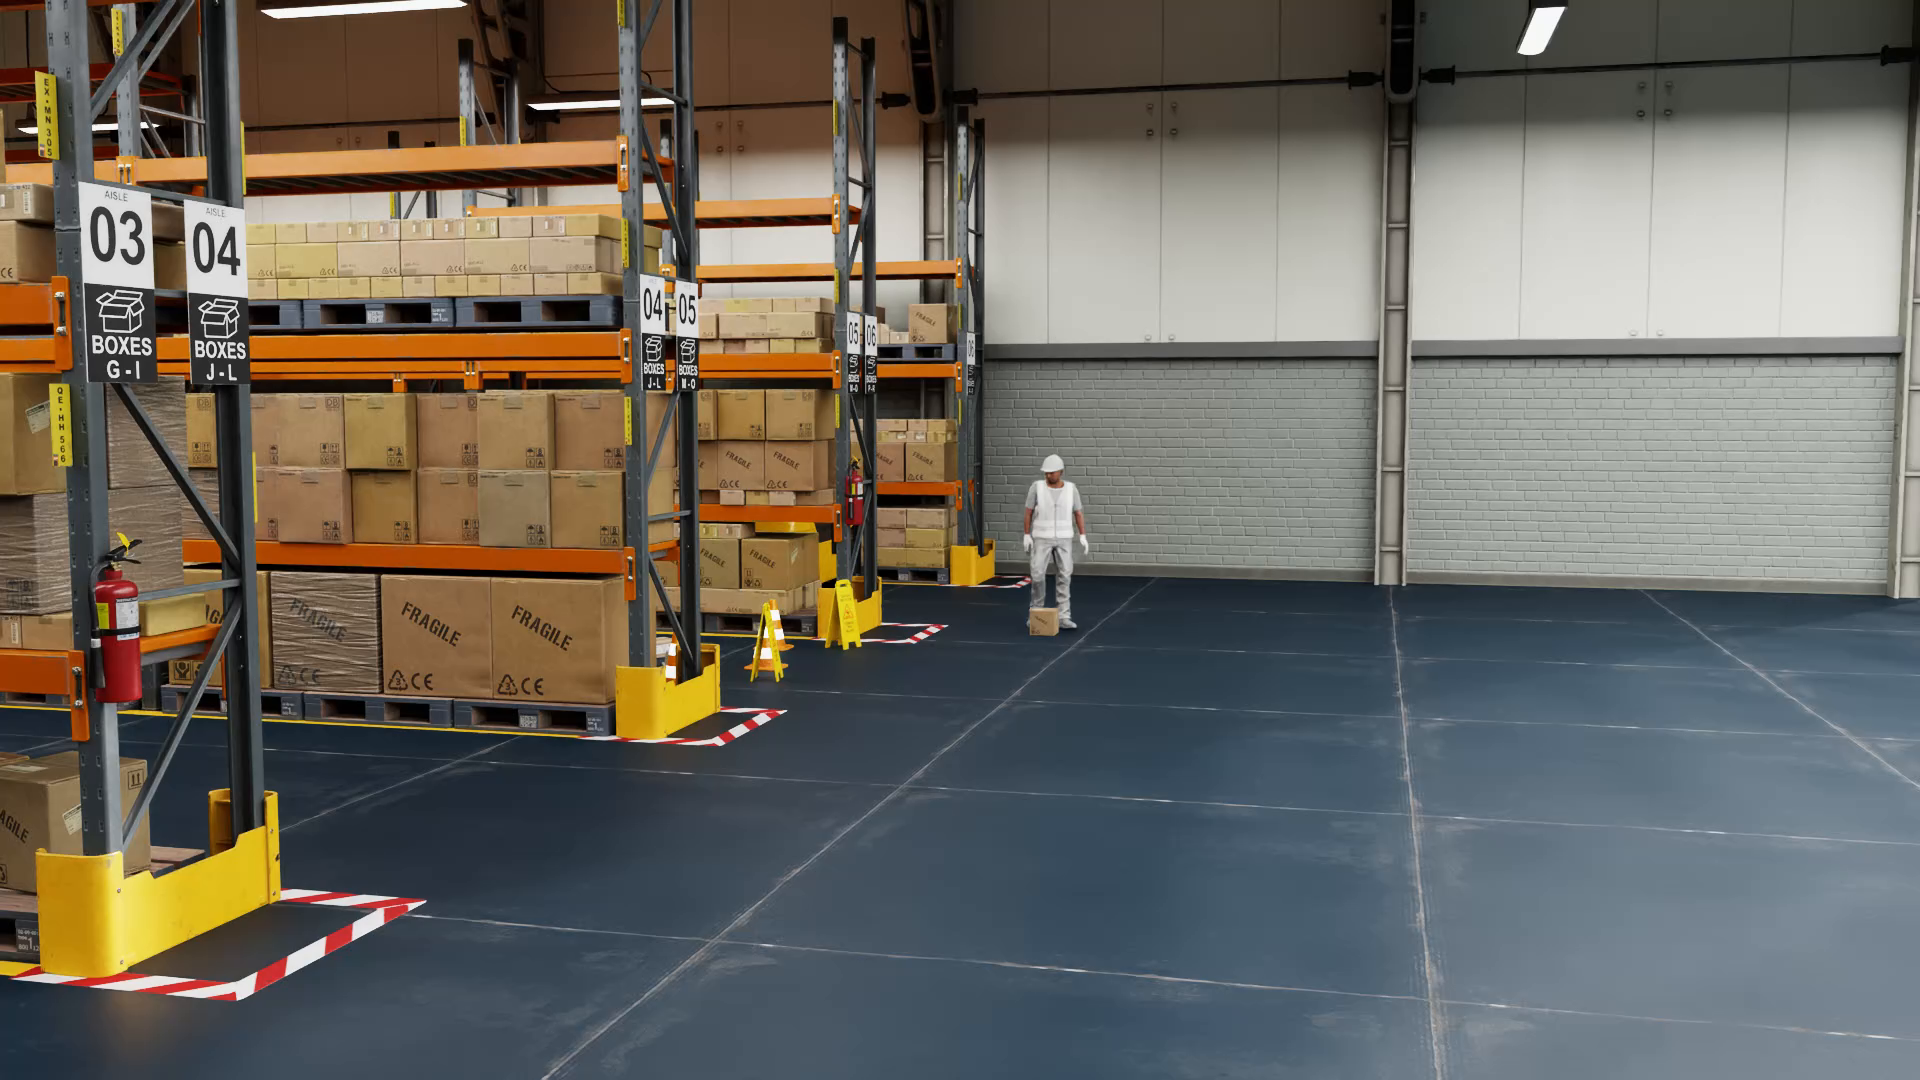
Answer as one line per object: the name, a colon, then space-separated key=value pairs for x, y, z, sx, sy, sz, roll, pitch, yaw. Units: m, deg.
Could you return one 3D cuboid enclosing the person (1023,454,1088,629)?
person: x=0.987 y=0.021 z=17.092 sx=0.651 sy=1.804 sz=0.461 roll=-1 pitch=5 yaw=-7
